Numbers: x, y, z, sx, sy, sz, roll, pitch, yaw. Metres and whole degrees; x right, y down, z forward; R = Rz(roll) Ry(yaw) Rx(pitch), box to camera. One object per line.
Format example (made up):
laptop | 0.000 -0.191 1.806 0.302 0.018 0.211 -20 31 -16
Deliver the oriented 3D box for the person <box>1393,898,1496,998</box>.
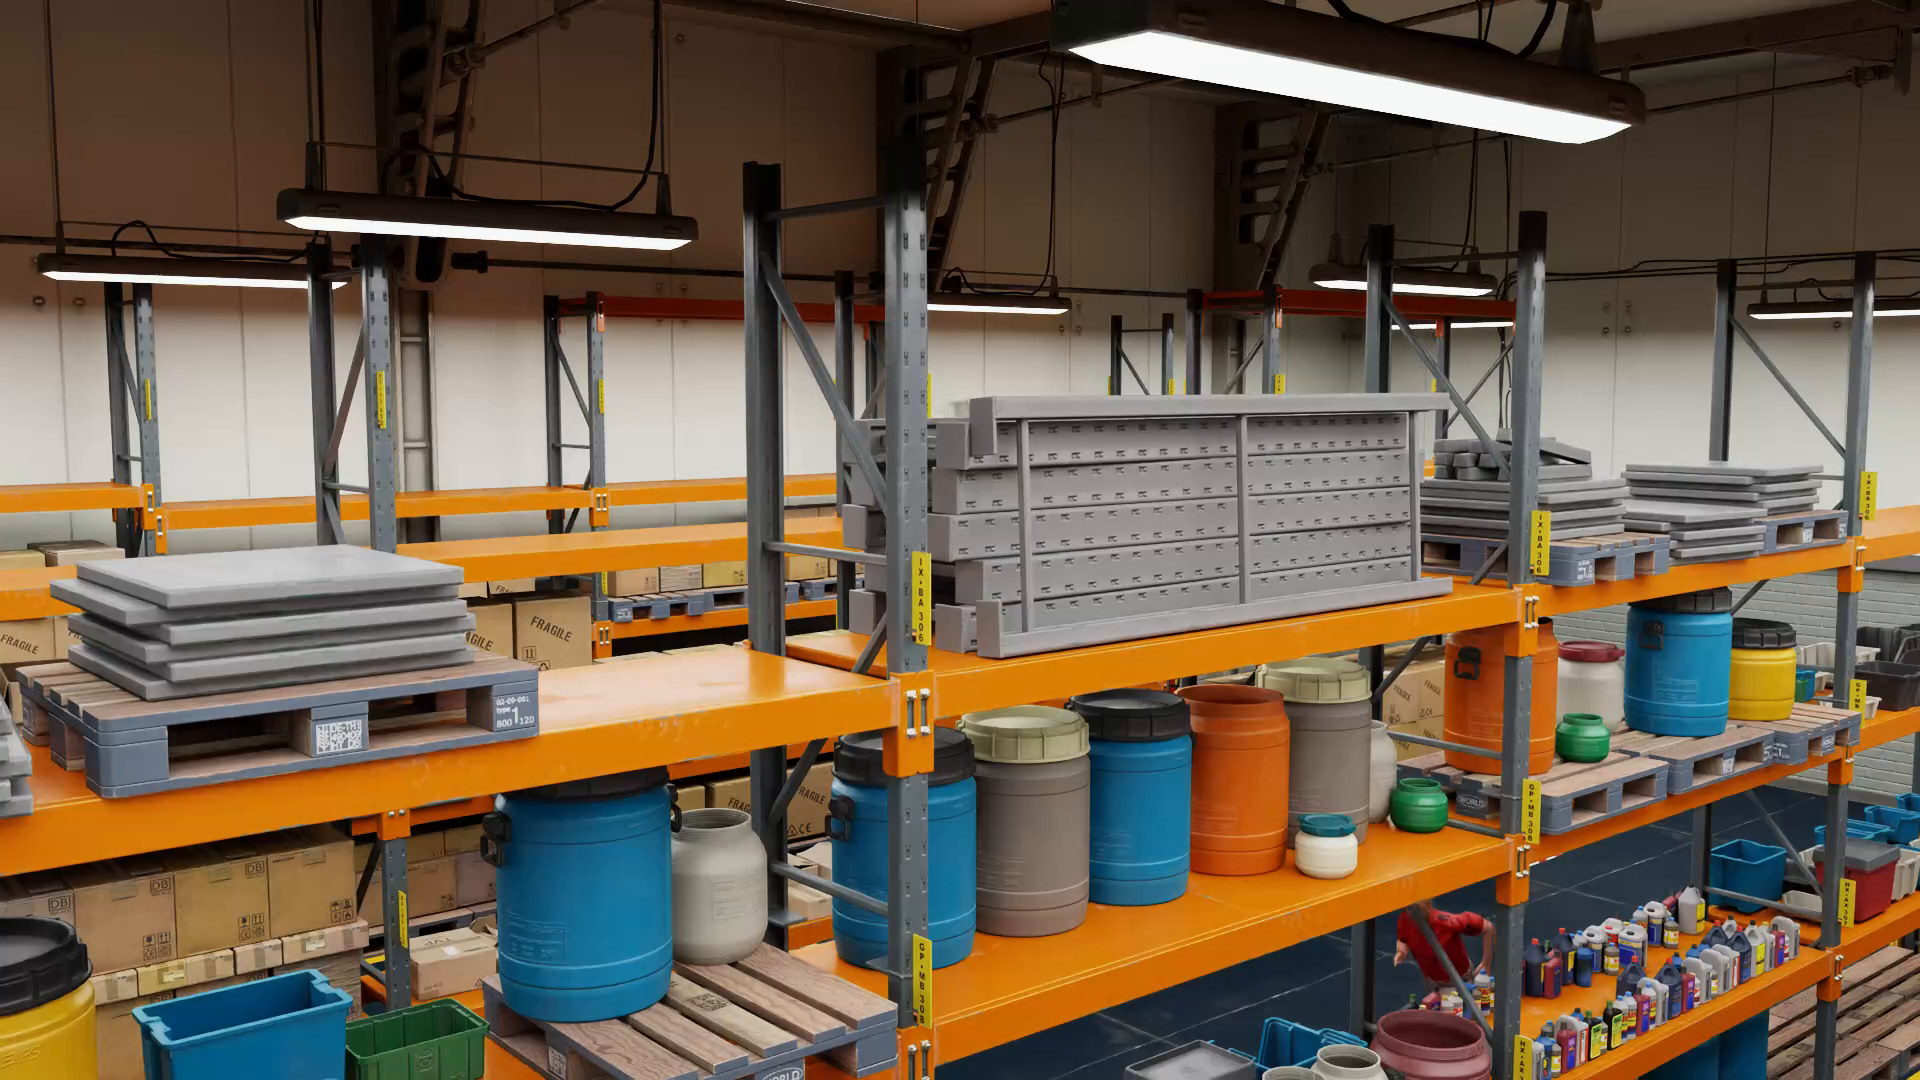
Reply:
person | 3.514 3.296 11.923 1.015 1.593 0.714 -4 7 -37
